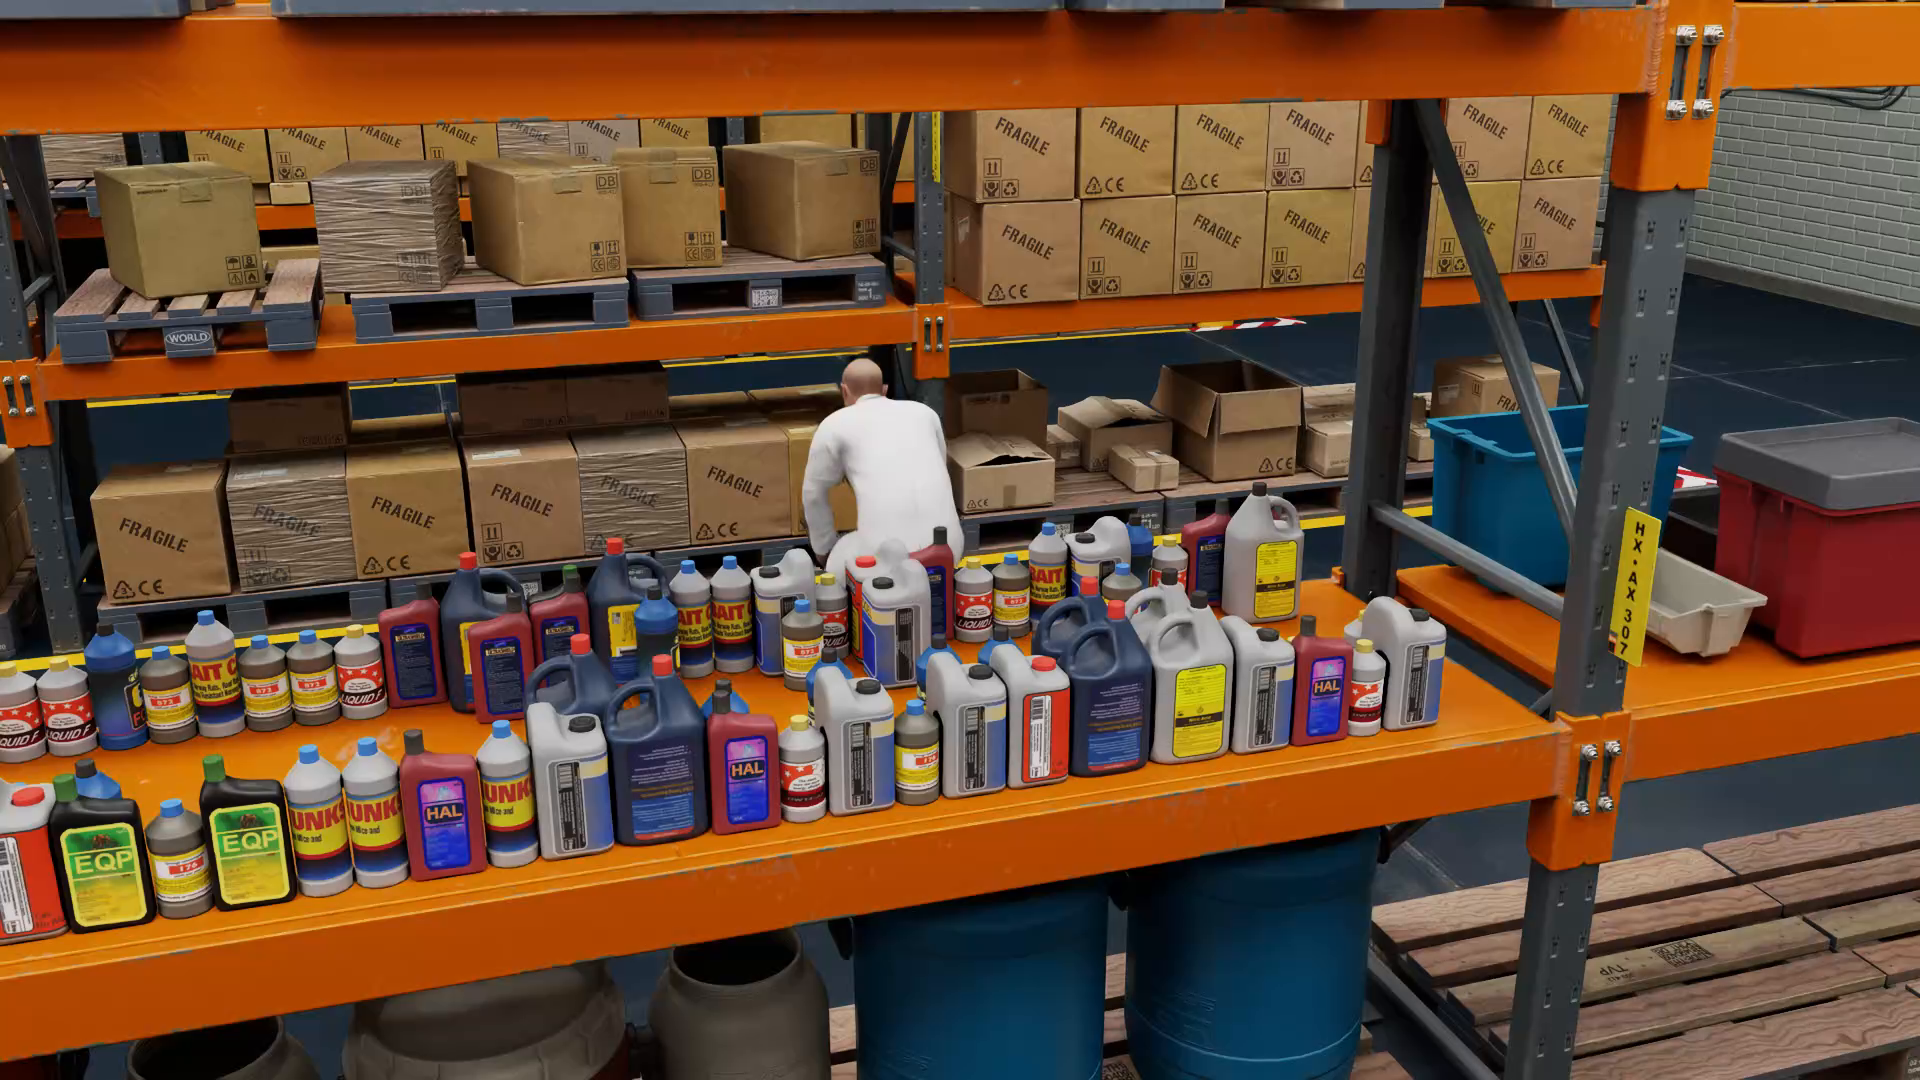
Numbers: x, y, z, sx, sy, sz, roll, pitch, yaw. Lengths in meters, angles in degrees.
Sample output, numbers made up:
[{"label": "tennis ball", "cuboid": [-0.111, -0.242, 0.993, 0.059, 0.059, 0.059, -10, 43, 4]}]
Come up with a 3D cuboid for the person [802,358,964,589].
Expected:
[{"label": "person", "cuboid": [-0.303, -0.012, 6.763, 0.631, 1.365, 0.750, -6, 20, -17]}]
